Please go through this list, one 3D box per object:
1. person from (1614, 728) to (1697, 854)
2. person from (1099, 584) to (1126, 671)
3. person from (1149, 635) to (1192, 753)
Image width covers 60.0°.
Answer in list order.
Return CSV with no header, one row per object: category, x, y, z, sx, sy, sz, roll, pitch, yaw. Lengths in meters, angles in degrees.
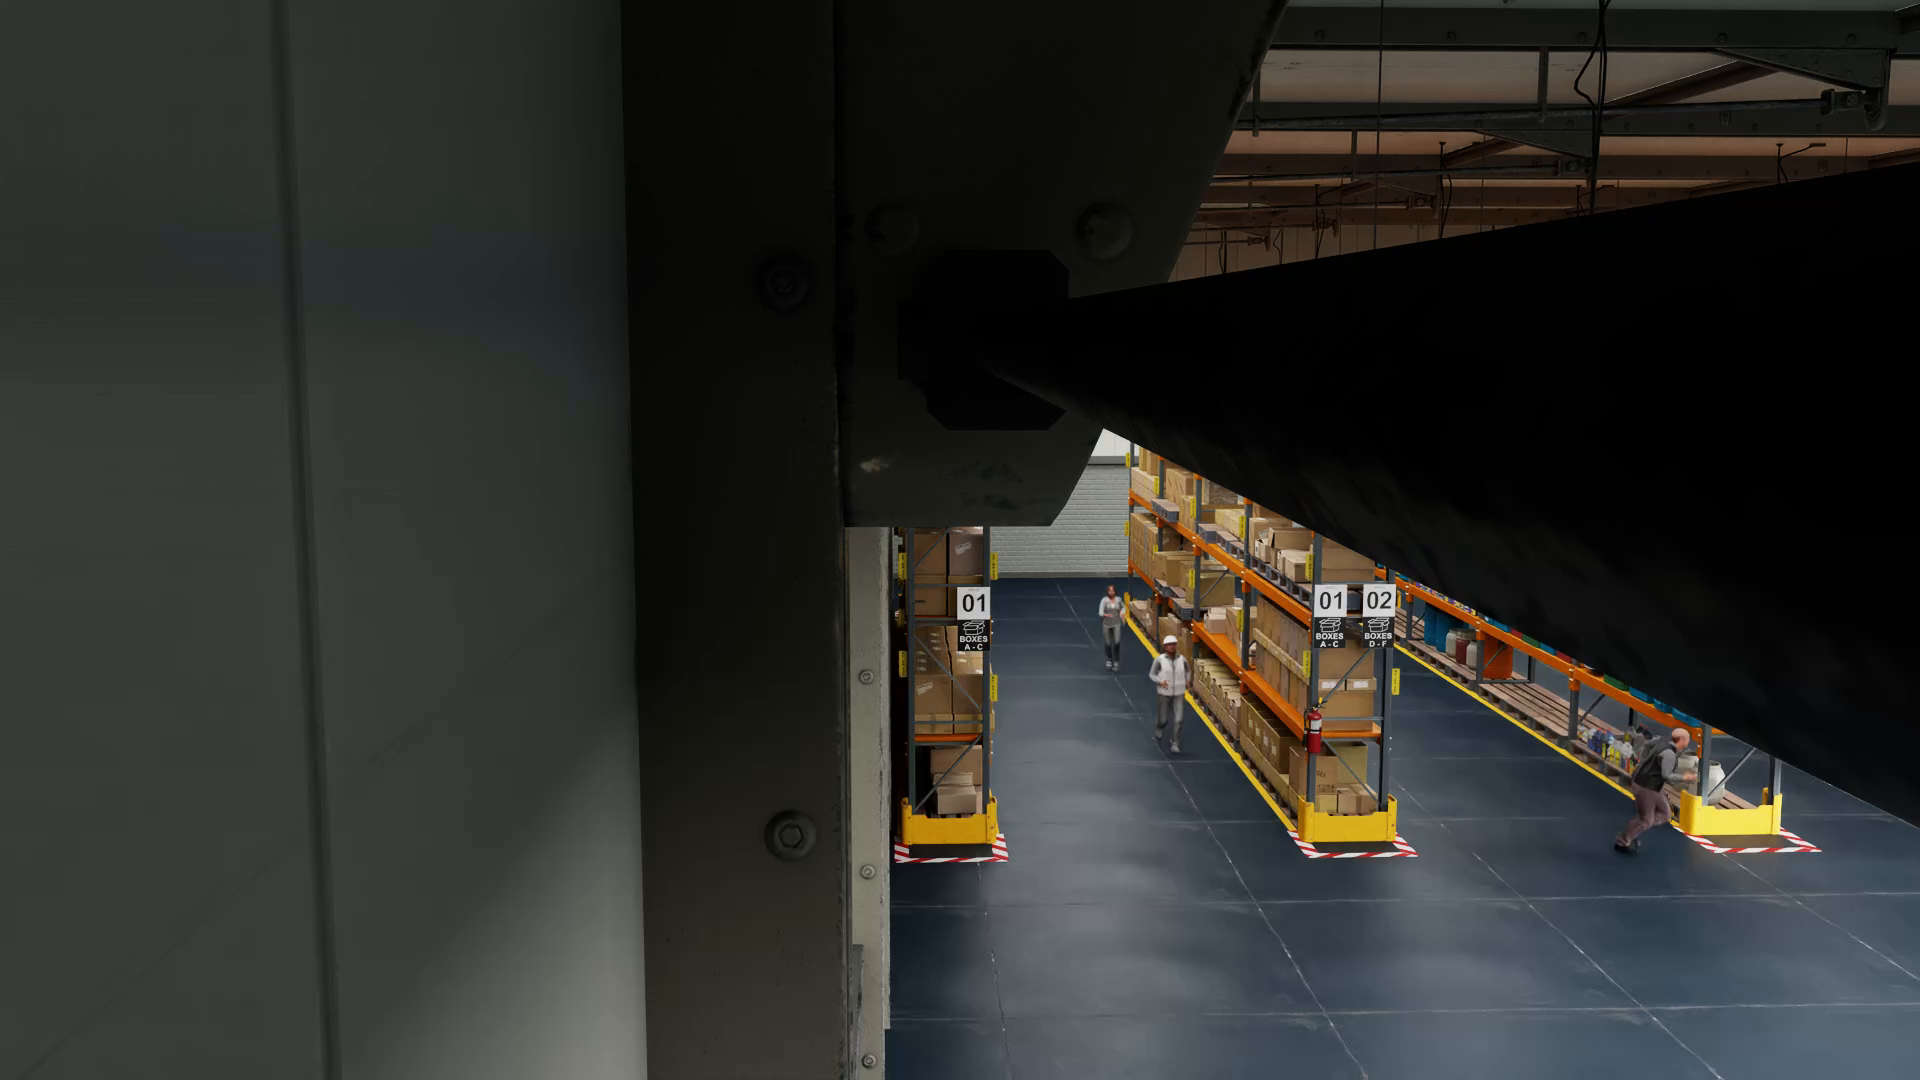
person,8.376,3.001,20.028,0.887,1.551,0.687,2,8,16
person,2.807,1.617,30.655,0.508,1.604,0.667,0,7,3
person,3.149,2.285,24.950,0.628,1.733,0.760,-1,7,-5
